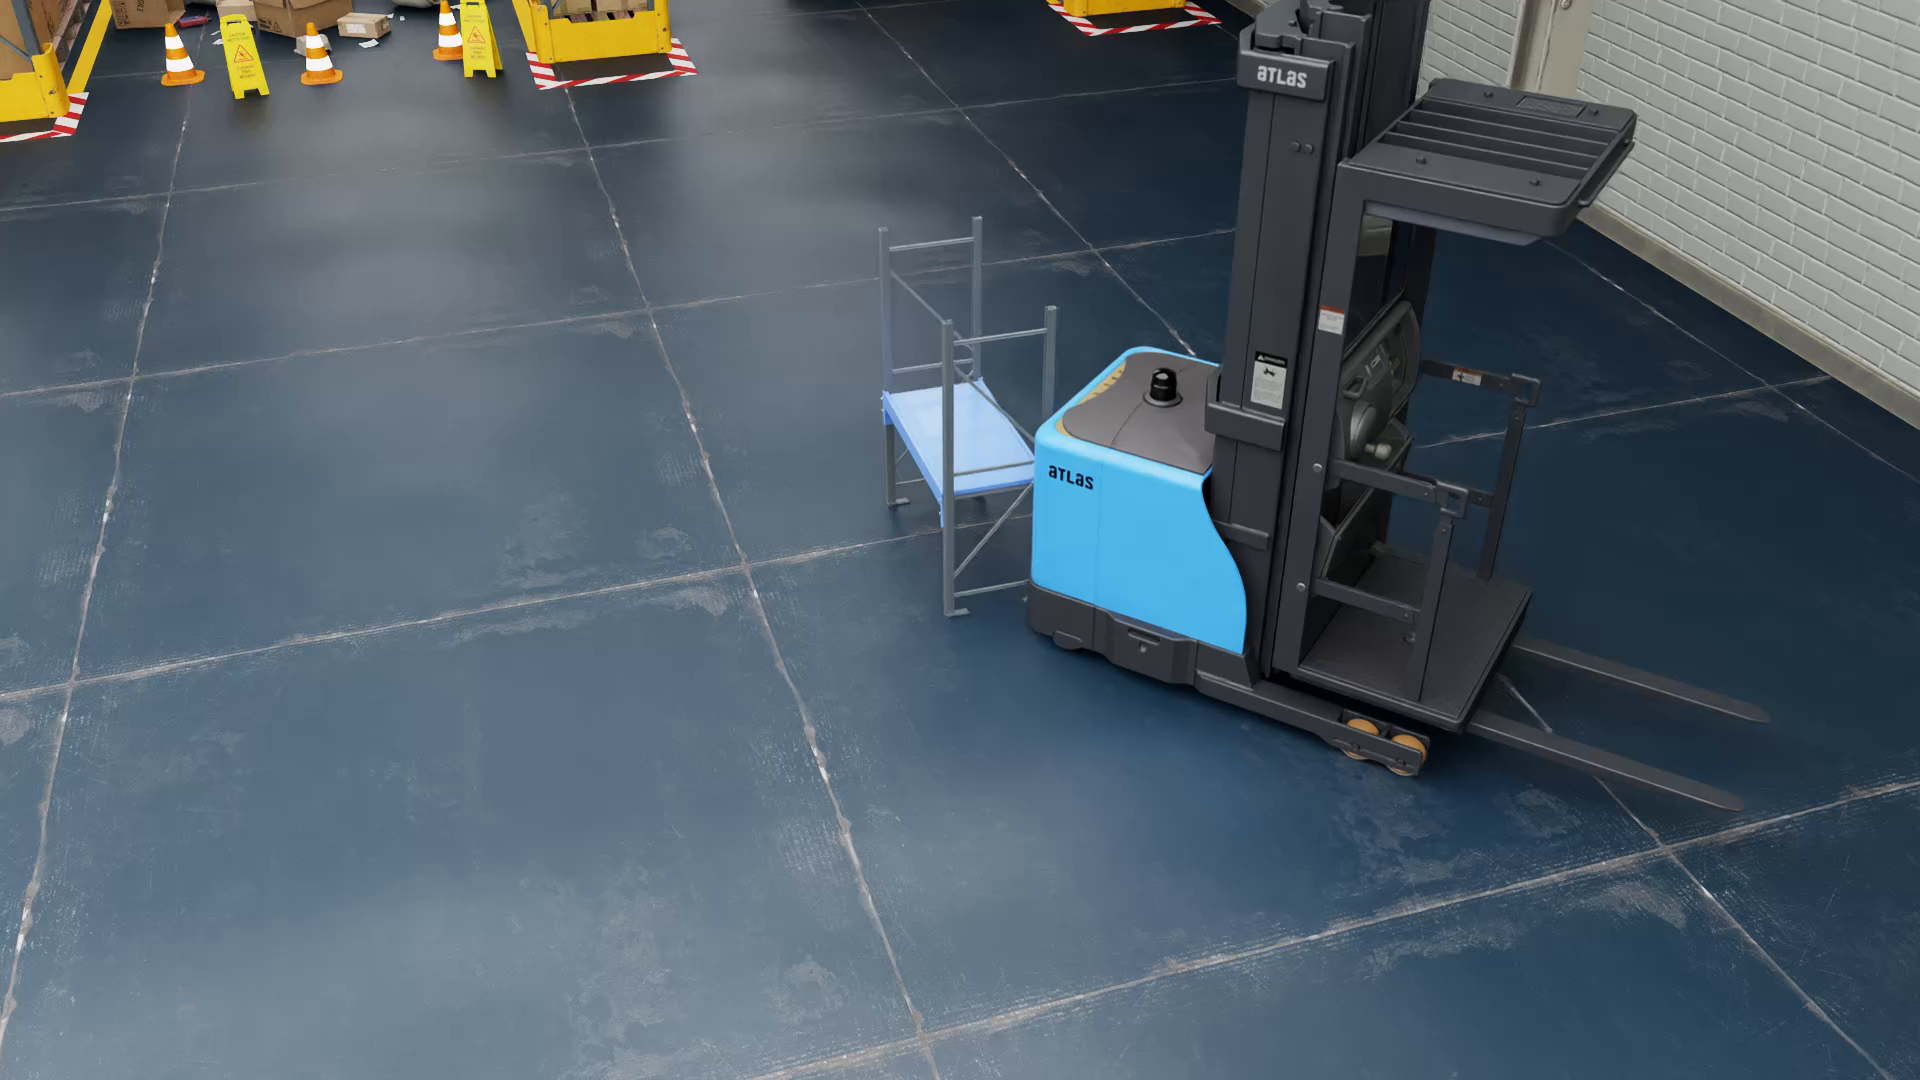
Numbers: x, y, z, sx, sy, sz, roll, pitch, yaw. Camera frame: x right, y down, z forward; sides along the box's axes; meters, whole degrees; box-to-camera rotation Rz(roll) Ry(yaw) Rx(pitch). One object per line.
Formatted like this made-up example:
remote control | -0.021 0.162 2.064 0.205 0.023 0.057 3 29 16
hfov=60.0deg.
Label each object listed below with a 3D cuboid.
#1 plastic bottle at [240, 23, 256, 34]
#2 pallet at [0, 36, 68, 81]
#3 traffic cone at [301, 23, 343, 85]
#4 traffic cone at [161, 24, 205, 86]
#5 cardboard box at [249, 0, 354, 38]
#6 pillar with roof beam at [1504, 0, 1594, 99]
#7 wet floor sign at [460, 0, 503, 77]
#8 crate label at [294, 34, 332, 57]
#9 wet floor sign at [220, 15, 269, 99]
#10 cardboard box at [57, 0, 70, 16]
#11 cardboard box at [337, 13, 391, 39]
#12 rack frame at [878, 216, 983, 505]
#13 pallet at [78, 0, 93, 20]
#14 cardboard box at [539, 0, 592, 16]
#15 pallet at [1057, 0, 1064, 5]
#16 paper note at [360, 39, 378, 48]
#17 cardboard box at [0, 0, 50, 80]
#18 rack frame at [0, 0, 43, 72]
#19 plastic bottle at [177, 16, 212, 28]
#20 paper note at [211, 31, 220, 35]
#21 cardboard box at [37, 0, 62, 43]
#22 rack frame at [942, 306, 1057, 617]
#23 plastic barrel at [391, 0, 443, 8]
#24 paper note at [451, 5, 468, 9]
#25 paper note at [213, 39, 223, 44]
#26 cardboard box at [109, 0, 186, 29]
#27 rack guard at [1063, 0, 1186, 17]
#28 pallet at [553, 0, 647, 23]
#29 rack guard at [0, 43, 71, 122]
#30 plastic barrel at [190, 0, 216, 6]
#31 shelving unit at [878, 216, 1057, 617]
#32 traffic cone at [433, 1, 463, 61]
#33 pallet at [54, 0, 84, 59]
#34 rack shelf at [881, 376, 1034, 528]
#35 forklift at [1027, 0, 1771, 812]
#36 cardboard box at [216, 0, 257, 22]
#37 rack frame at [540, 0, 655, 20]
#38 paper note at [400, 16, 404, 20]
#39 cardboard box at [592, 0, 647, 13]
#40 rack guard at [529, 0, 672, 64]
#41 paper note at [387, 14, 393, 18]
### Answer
plastic bottle | -6.617 -4.727 15.348 0.133 0.061 0.283 -23 40 -31
pallet | -8.149 -3.920 13.991 1.003 0.211 1.213 -10 35 -15
traffic cone | -5.460 -4.148 14.107 0.336 0.463 0.334 -10 35 -15
traffic cone | -6.640 -4.136 14.090 0.336 0.463 0.334 -10 35 -15
cardboard box | -6.094 -5.017 15.386 0.637 0.503 0.797 19 38 26
pillar with roof beam | -0.045 -5.545 8.479 9.100 9.000 0.400 -10 35 -15
wet floor sign | -4.108 -4.300 14.173 0.267 0.644 0.232 1 33 2
crate label | -5.759 -4.414 14.806 0.298 0.136 0.250 27 42 34
wet floor sign | -5.936 -4.012 13.737 0.267 0.644 0.232 -16 37 -23
cardboard box | -8.647 -5.251 15.022 0.875 0.875 0.875 -10 35 -14
cardboard box | -5.470 -4.721 15.260 0.380 0.149 0.250 7 34 10
rack frame | -0.137 -0.852 8.179 0.500 1.500 0.032 -10 35 -14
pallet | -8.893 -5.201 15.930 1.003 0.211 1.213 -10 35 -15
cardboard box | -3.657 -4.982 15.182 0.500 0.250 0.500 -10 35 -15
pallet | 1.306 -5.630 16.579 1.003 0.211 1.213 -10 35 -15
paper note | -5.331 -4.485 15.010 0.148 0.019 0.142 -23 40 -31
cardboard box | -8.100 -4.311 13.599 0.875 0.875 0.875 -10 35 -14
rack frame | -7.830 -4.677 12.607 1.000 3.000 0.127 -10 35 -15
plastic bottle | -7.146 -4.845 15.527 0.283 0.061 0.133 -23 40 -31
paper note | -6.849 -4.669 15.306 0.032 0.001 0.123 7 34 10
cardboard box | -8.371 -4.772 14.297 0.875 0.875 0.875 -11 35 -15
rack frame | 0.166 -0.317 7.369 0.500 1.500 0.032 -10 35 -14
plastic barrel | -5.219 -5.317 15.913 0.512 0.421 0.421 13 36 18
paper note | -4.811 -5.136 15.995 0.142 0.019 0.148 -23 40 -31
paper note | -6.679 -4.524 15.071 0.144 0.017 0.142 1 33 2
cardboard box | -7.600 -5.093 15.501 0.500 0.500 0.500 -4 34 -6
rack guard | 1.586 -5.344 15.883 1.175 0.500 0.348 -10 35 -15
pallet | -3.384 -4.871 15.430 1.003 0.211 1.213 -10 35 -15
rack guard | -7.823 -3.621 13.277 1.175 0.500 0.348 -10 35 -15
plastic barrel | -7.244 -5.364 15.984 0.512 0.421 0.421 13 36 18
shelving unit | 0.015 -0.585 7.774 0.538 1.500 1.048 -10 35 -14
traffic cone | -4.507 -4.513 14.660 0.336 0.463 0.334 -10 35 -15
pallet | -8.517 -4.559 14.959 1.003 0.211 1.213 -10 35 -15
rack shelf | 0.015 -0.434 7.873 0.538 0.185 1.000 -10 35 -14
forklift | 1.832 -0.596 6.494 3.031 2.935 1.130 18 38 25
cardboard box | -6.772 -5.044 15.642 0.396 0.266 0.258 -4 34 -6
rack frame | -3.147 -5.562 13.947 1.000 3.000 0.127 -10 35 -15
paper note | -5.266 -4.925 15.694 0.032 0.001 0.123 -10 35 -15
cardboard box | -3.130 -5.060 15.300 0.500 0.250 0.500 -10 35 -15
rack guard | -3.170 -4.559 14.696 1.175 0.500 0.348 -10 35 -15
paper note | -5.447 -4.952 15.726 0.148 0.019 0.142 1 33 2
